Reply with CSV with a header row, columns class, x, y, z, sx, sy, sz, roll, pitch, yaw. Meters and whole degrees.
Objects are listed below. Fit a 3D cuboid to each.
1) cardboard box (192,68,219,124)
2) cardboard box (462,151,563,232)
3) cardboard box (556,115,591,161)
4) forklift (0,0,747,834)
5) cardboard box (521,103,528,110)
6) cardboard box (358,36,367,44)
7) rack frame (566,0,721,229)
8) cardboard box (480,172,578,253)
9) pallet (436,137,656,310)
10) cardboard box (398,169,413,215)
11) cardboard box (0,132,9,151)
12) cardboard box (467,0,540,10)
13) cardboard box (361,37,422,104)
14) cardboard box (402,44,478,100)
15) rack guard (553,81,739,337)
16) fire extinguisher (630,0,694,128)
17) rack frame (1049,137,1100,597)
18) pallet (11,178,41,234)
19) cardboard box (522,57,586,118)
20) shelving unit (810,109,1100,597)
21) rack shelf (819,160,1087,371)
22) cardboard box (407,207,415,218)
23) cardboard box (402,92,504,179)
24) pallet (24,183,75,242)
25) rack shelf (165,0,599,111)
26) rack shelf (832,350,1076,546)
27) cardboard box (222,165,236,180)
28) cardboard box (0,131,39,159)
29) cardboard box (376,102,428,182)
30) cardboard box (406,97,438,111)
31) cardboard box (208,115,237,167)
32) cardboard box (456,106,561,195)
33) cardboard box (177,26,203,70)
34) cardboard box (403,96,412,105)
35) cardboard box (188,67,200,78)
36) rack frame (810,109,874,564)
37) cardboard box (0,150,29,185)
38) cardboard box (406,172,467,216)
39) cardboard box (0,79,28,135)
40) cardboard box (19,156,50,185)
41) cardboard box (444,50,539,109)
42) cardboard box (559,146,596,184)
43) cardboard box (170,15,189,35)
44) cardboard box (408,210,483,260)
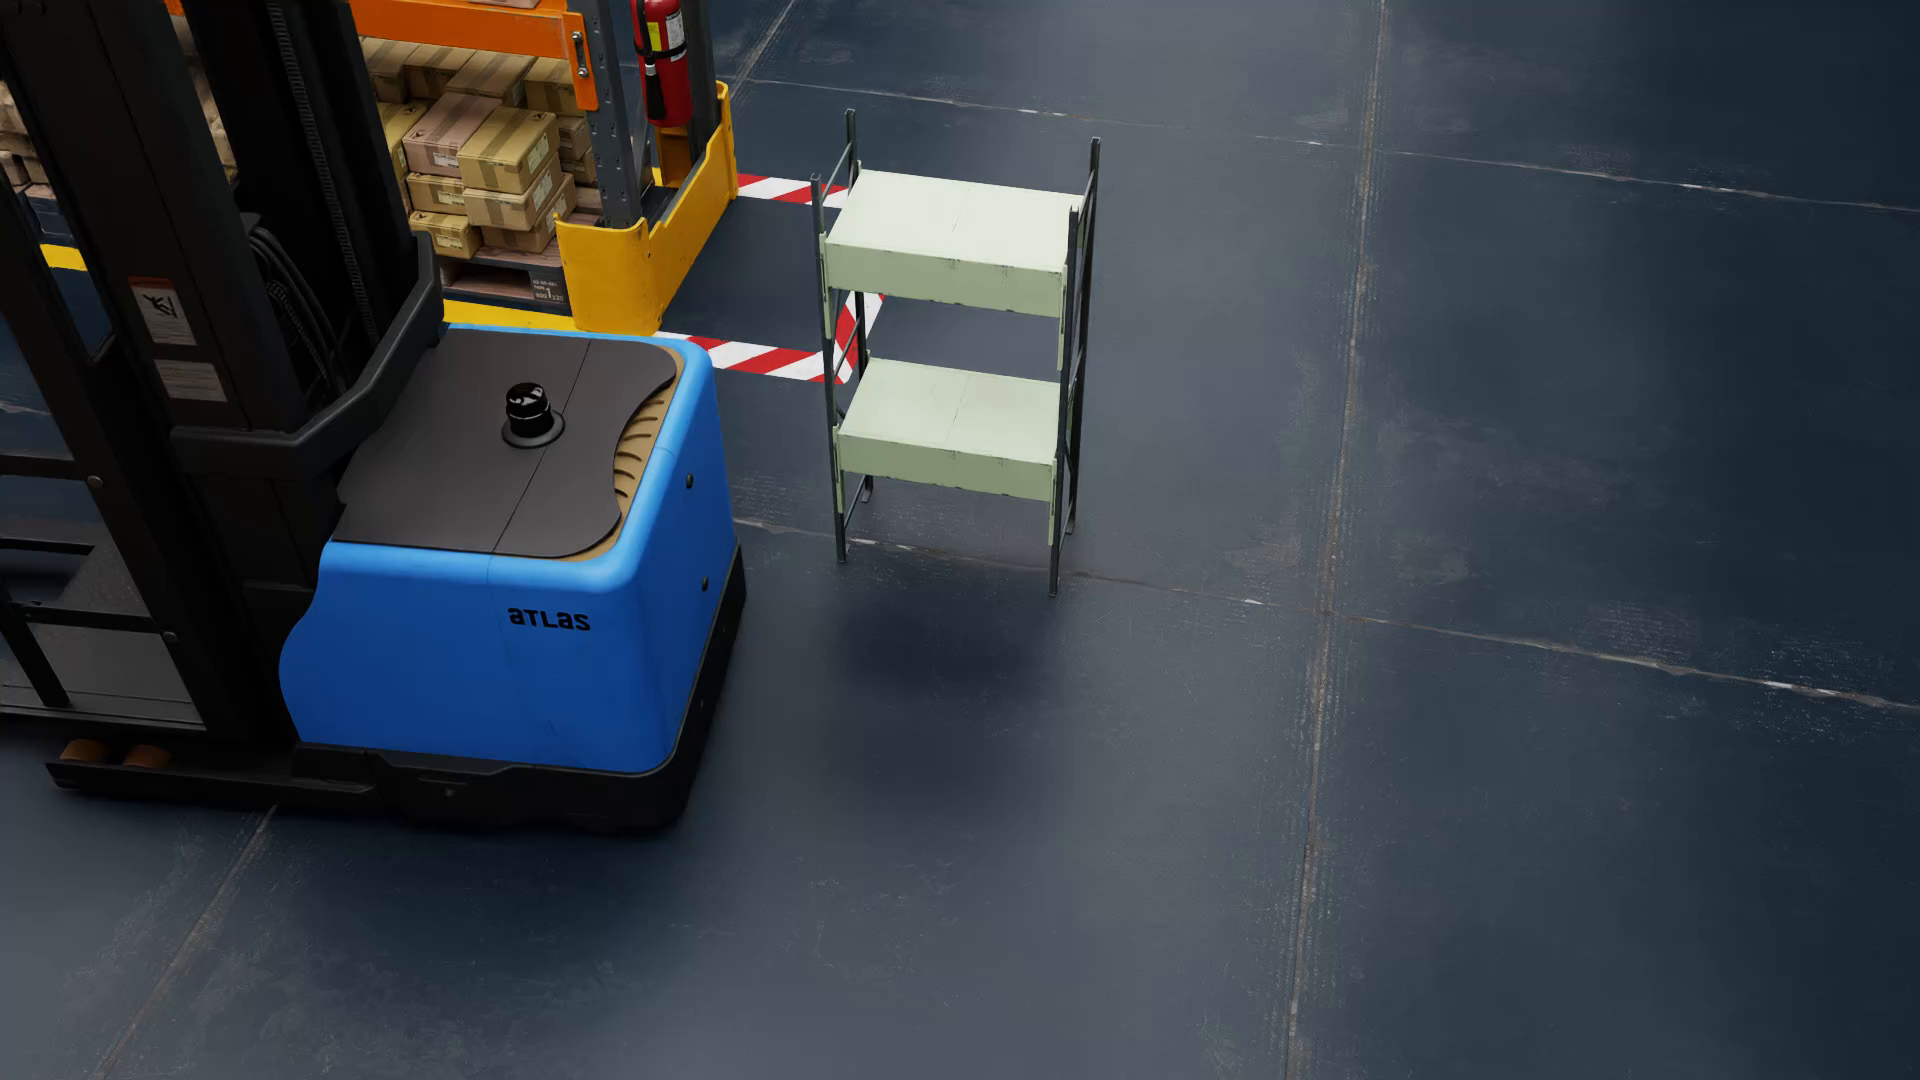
class,x,y,z,sx,sy,sz,roll,pitch,yaw
cardboard box,-3.018,-1.754,6.733,0.250,0.149,0.380,7,44,8
cardboard box,-1.764,-1.395,6.575,0.250,0.149,0.380,8,44,8
cardboard box,-1.641,-1.761,6.955,0.250,0.149,0.380,11,45,11
forklift,-2.255,-0.650,4.311,3.031,2.935,1.130,5,44,5
cardboard box,-1.896,-1.841,7.038,0.250,0.149,0.380,9,45,9
cardboard box,-2.665,-2.040,7.030,0.250,0.149,0.380,10,45,11
rack frame,-1.186,-2.277,5.952,0.127,3.000,1.000,9,45,9
cardboard box,-1.745,-1.340,6.732,0.250,0.149,0.380,10,45,10
pallet,-2.045,-1.431,7.084,1.213,0.211,1.003,9,45,9
cardboard box,-2.271,-1.472,6.655,0.250,0.149,0.380,7,44,7
cardboard box,-4.031,-1.809,7.005,0.250,0.149,0.380,7,44,7
cardboard box,-1.566,-2.044,5.892,0.250,0.149,0.380,9,45,9
cardboard box,-2.397,-1.991,6.980,0.250,0.149,0.380,7,44,7
cardboard box,-2.137,-2.010,6.999,0.250,0.149,0.380,9,45,9
rack guard,-1.260,-1.388,6.831,0.348,0.500,1.175,9,45,9
fire extinguisher,-1.041,-1.764,5.744,0.183,0.674,0.296,9,45,9
rack frame,0.351,-0.486,5.173,0.023,1.500,0.400,9,45,9
pallet,-4.427,-1.800,7.468,1.213,0.211,1.003,9,45,9
cardboard box,-1.623,-1.925,6.910,0.250,0.149,0.380,7,44,7
shelving unit,-0.007,-0.541,5.231,0.755,1.500,0.431,9,45,9
rack shelf,-0.007,-0.823,4.960,0.720,0.370,0.431,9,45,9
cardboard box,-2.258,-1.408,6.803,0.250,0.149,0.380,9,45,9
cardboard box,-1.991,-1.601,6.574,0.250,0.149,0.380,10,45,10
pallet,-3.232,-1.617,7.278,1.213,0.211,1.003,9,45,9
rack shelf,-3.138,-2.320,6.517,4.000,0.370,1.077,9,45,9
rack shelf,-0.007,-0.306,5.457,0.720,0.370,0.431,9,45,9
cardboard box,-2.779,-1.542,6.728,0.250,0.149,0.380,9,45,10
cardboard box,-3.768,-1.752,6.946,0.250,0.149,0.380,11,45,11
cardboard box,-2.271,-1.554,6.526,0.250,0.149,0.380,8,44,8
cardboard box,-2.155,-1.818,7.014,0.250,0.149,0.380,9,45,10
cardboard box,-2.784,-1.639,6.614,0.250,0.149,0.380,10,45,11
cardboard box,-1.758,-1.524,6.494,0.250,0.149,0.380,9,45,10
cardboard box,-3.178,-2.084,7.076,0.250,0.149,0.380,9,45,9
cardboard box,-2.381,-1.930,7.131,0.250,0.149,0.380,10,45,10
cardboard box,-3.279,-1.775,6.755,0.250,0.149,0.380,9,45,9
rack frame,-0.364,-0.597,5.289,0.023,1.500,0.400,9,45,9
cardboard box,-4.032,-1.687,7.092,0.250,0.149,0.380,8,44,8
cardboard box,-2.007,-1.471,6.654,0.250,0.149,0.380,8,44,8
cardboard box,-3.795,-1.824,6.806,0.250,0.149,0.380,10,45,10
cardboard box,-3.762,-1.670,7.075,0.250,0.149,0.380,7,44,7
cardboard box,-1.919,-1.885,6.869,0.250,0.149,0.380,10,45,10
cardboard box,-1.628,-1.697,7.103,0.250,0.149,0.380,10,45,10
cardboard box,-3.397,-2.195,7.192,0.250,0.149,0.380,7,44,8
cardboard box,-2.019,-1.310,6.701,0.250,0.149,0.380,10,45,10
